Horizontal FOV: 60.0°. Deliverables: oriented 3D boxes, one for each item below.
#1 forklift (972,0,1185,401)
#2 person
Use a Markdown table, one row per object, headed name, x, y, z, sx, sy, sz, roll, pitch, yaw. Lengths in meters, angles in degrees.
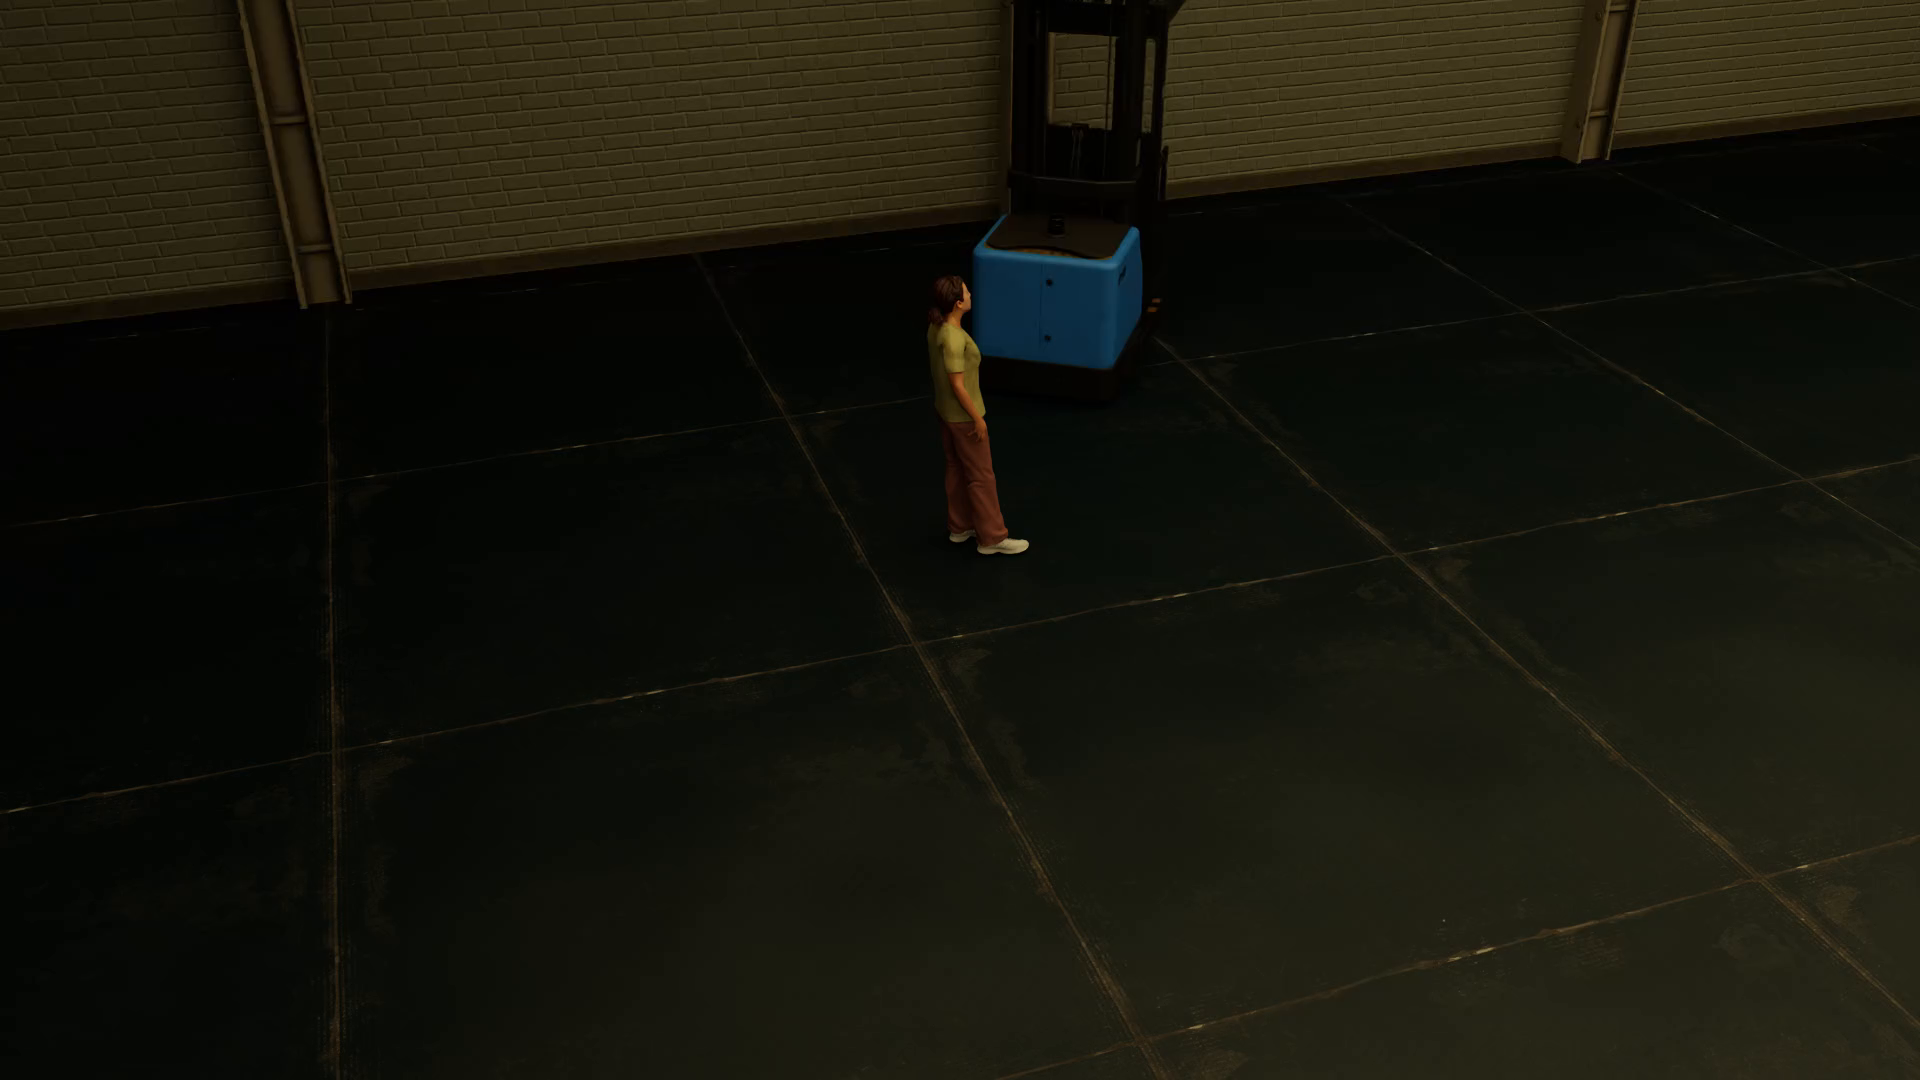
| name | x | y | z | sx | sy | sz | roll | pitch | yaw |
| --- | --- | --- | --- | --- | --- | --- | --- | --- | --- |
| forklift | 0.981 | -2.957 | 12.226 | 1.130 | 2.935 | 3.031 | 8 | 31 | 14 |
| person | 0.074 | -0.739 | 9.616 | 0.548 | 1.673 | 0.554 | -10 | 31 | -16 |
